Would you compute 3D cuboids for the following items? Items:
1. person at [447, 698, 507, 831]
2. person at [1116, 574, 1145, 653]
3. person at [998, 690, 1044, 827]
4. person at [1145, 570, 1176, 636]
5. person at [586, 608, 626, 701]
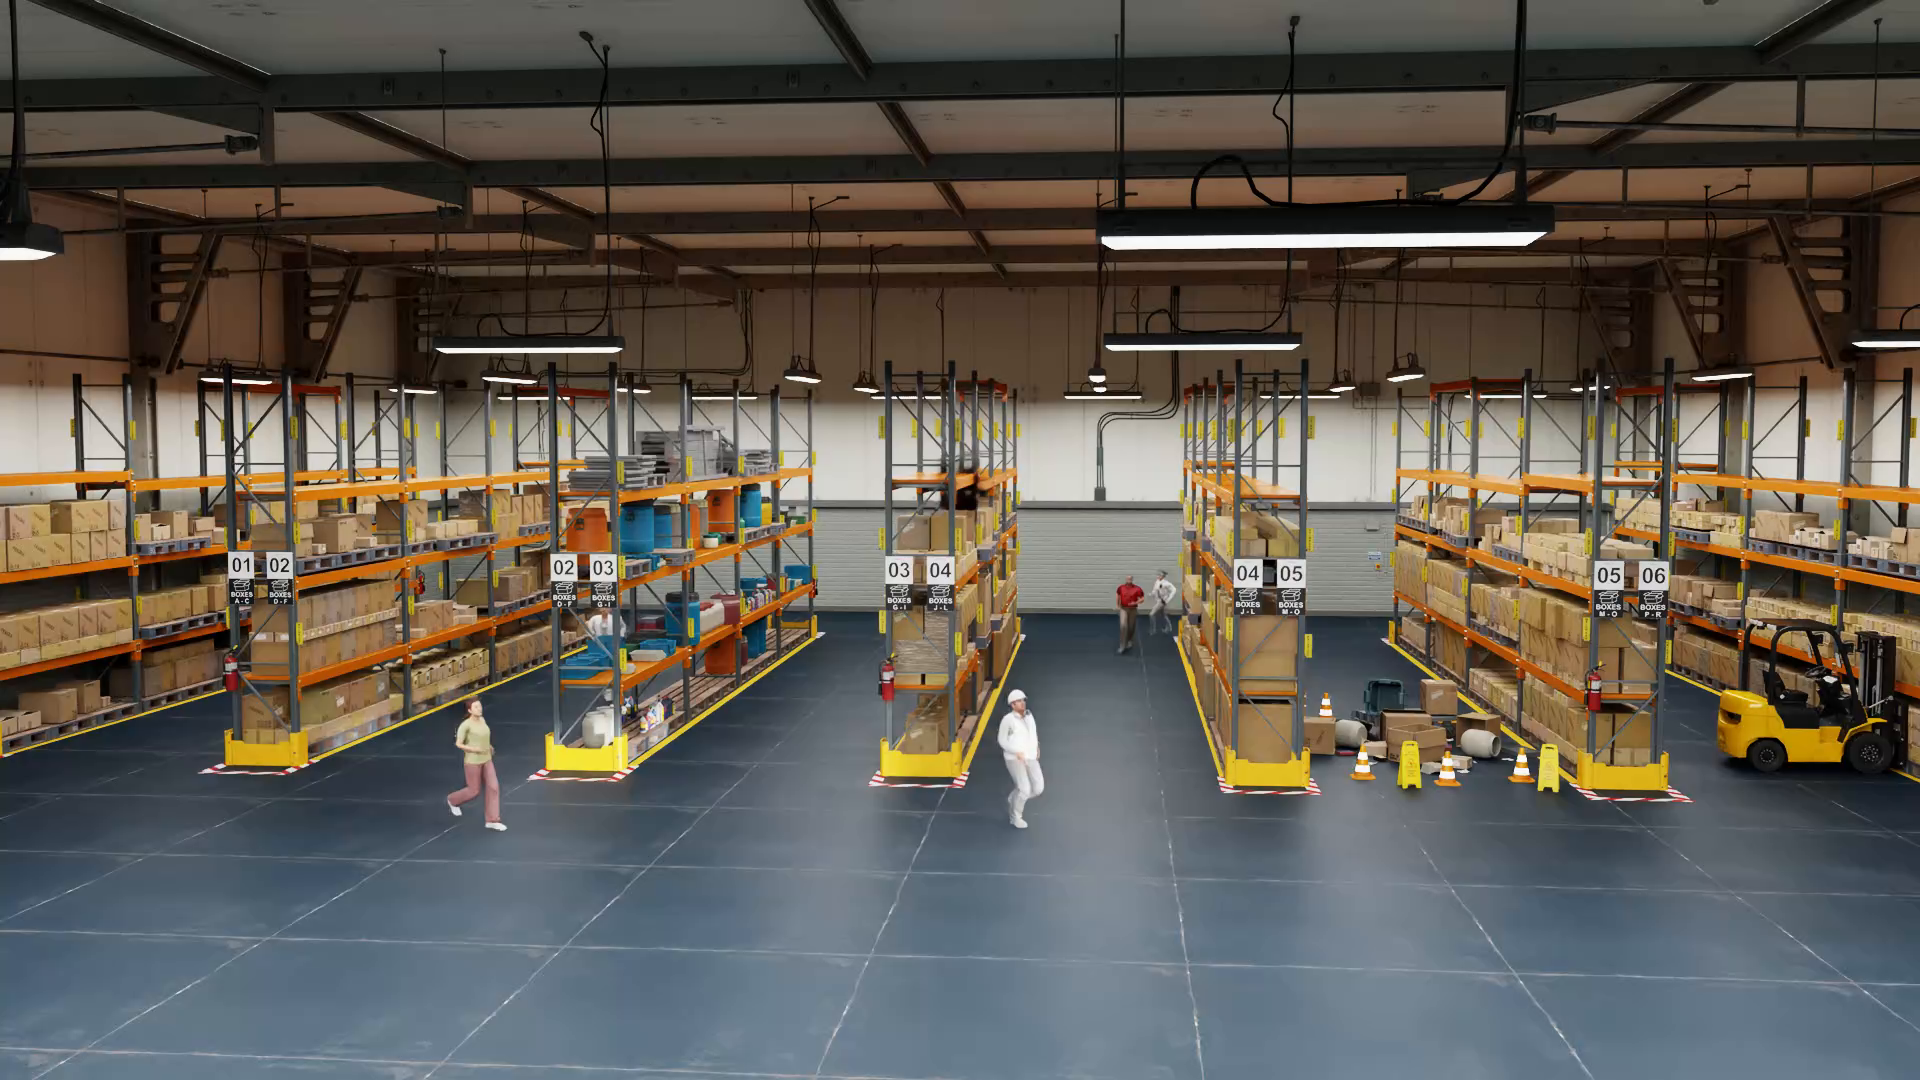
[{"bbox_3d":[-6.080,2.803,20.945,0.945,1.644,0.592,2,4,30],"label":"person"},{"bbox_3d":[3.868,1.662,37.814,0.672,1.776,0.851,1,4,9],"label":"person"},{"bbox_3d":[0.780,2.758,21.047,0.668,1.736,0.523,-3,5,-42],"label":"person"},{"bbox_3d":[4.952,1.539,40.591,0.742,1.665,0.737,-1,4,-18],"label":"person"},{"bbox_3d":[-6.645,2.075,31.140,0.684,1.843,0.864,0,4,5],"label":"person"}]
